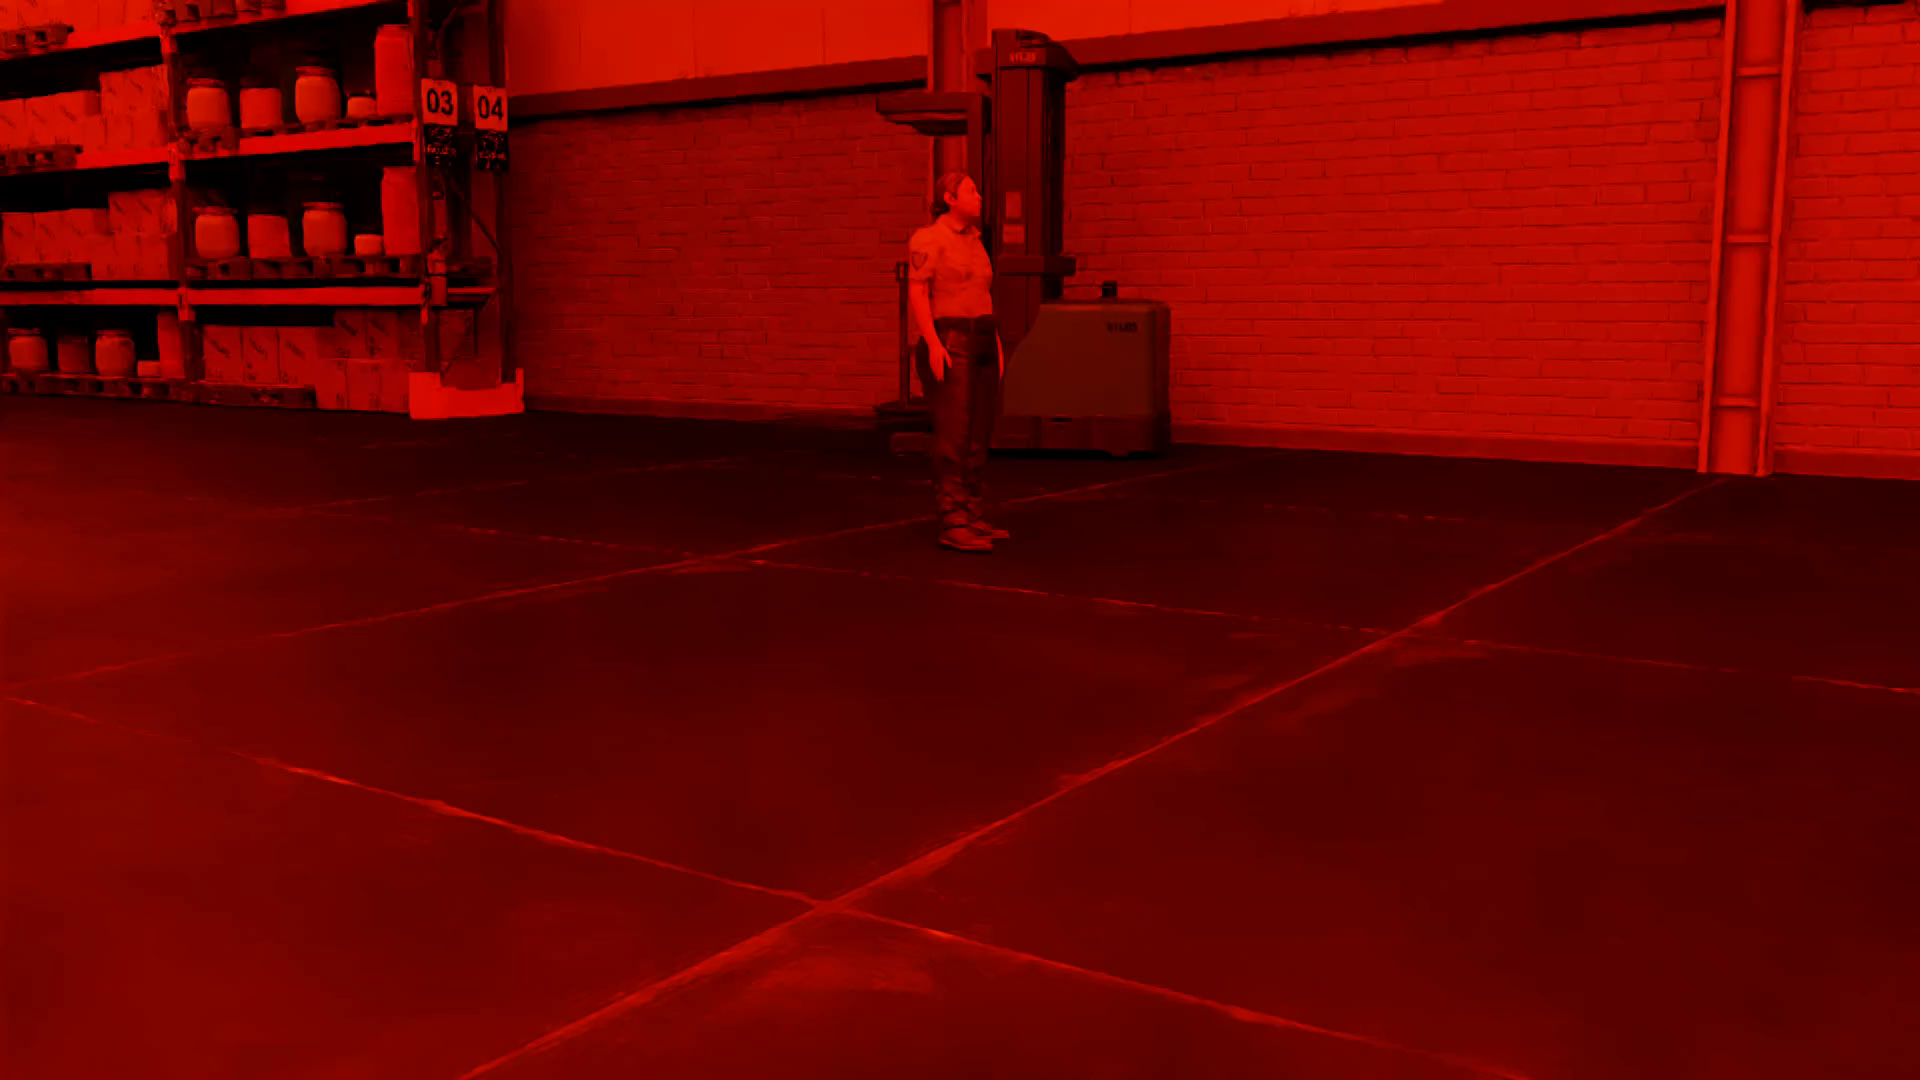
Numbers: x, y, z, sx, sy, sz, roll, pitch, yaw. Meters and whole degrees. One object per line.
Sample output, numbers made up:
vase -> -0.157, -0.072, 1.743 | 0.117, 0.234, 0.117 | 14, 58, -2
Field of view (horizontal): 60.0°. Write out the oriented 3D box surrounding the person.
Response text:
person -> 0.062, -0.813, 7.418 | 0.502, 1.650, 0.599 | 5, 10, 34

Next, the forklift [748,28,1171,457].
forklift -> -0.019, -2.110, 12.031 | 3.031, 2.935, 1.130 | 2, 8, 14
